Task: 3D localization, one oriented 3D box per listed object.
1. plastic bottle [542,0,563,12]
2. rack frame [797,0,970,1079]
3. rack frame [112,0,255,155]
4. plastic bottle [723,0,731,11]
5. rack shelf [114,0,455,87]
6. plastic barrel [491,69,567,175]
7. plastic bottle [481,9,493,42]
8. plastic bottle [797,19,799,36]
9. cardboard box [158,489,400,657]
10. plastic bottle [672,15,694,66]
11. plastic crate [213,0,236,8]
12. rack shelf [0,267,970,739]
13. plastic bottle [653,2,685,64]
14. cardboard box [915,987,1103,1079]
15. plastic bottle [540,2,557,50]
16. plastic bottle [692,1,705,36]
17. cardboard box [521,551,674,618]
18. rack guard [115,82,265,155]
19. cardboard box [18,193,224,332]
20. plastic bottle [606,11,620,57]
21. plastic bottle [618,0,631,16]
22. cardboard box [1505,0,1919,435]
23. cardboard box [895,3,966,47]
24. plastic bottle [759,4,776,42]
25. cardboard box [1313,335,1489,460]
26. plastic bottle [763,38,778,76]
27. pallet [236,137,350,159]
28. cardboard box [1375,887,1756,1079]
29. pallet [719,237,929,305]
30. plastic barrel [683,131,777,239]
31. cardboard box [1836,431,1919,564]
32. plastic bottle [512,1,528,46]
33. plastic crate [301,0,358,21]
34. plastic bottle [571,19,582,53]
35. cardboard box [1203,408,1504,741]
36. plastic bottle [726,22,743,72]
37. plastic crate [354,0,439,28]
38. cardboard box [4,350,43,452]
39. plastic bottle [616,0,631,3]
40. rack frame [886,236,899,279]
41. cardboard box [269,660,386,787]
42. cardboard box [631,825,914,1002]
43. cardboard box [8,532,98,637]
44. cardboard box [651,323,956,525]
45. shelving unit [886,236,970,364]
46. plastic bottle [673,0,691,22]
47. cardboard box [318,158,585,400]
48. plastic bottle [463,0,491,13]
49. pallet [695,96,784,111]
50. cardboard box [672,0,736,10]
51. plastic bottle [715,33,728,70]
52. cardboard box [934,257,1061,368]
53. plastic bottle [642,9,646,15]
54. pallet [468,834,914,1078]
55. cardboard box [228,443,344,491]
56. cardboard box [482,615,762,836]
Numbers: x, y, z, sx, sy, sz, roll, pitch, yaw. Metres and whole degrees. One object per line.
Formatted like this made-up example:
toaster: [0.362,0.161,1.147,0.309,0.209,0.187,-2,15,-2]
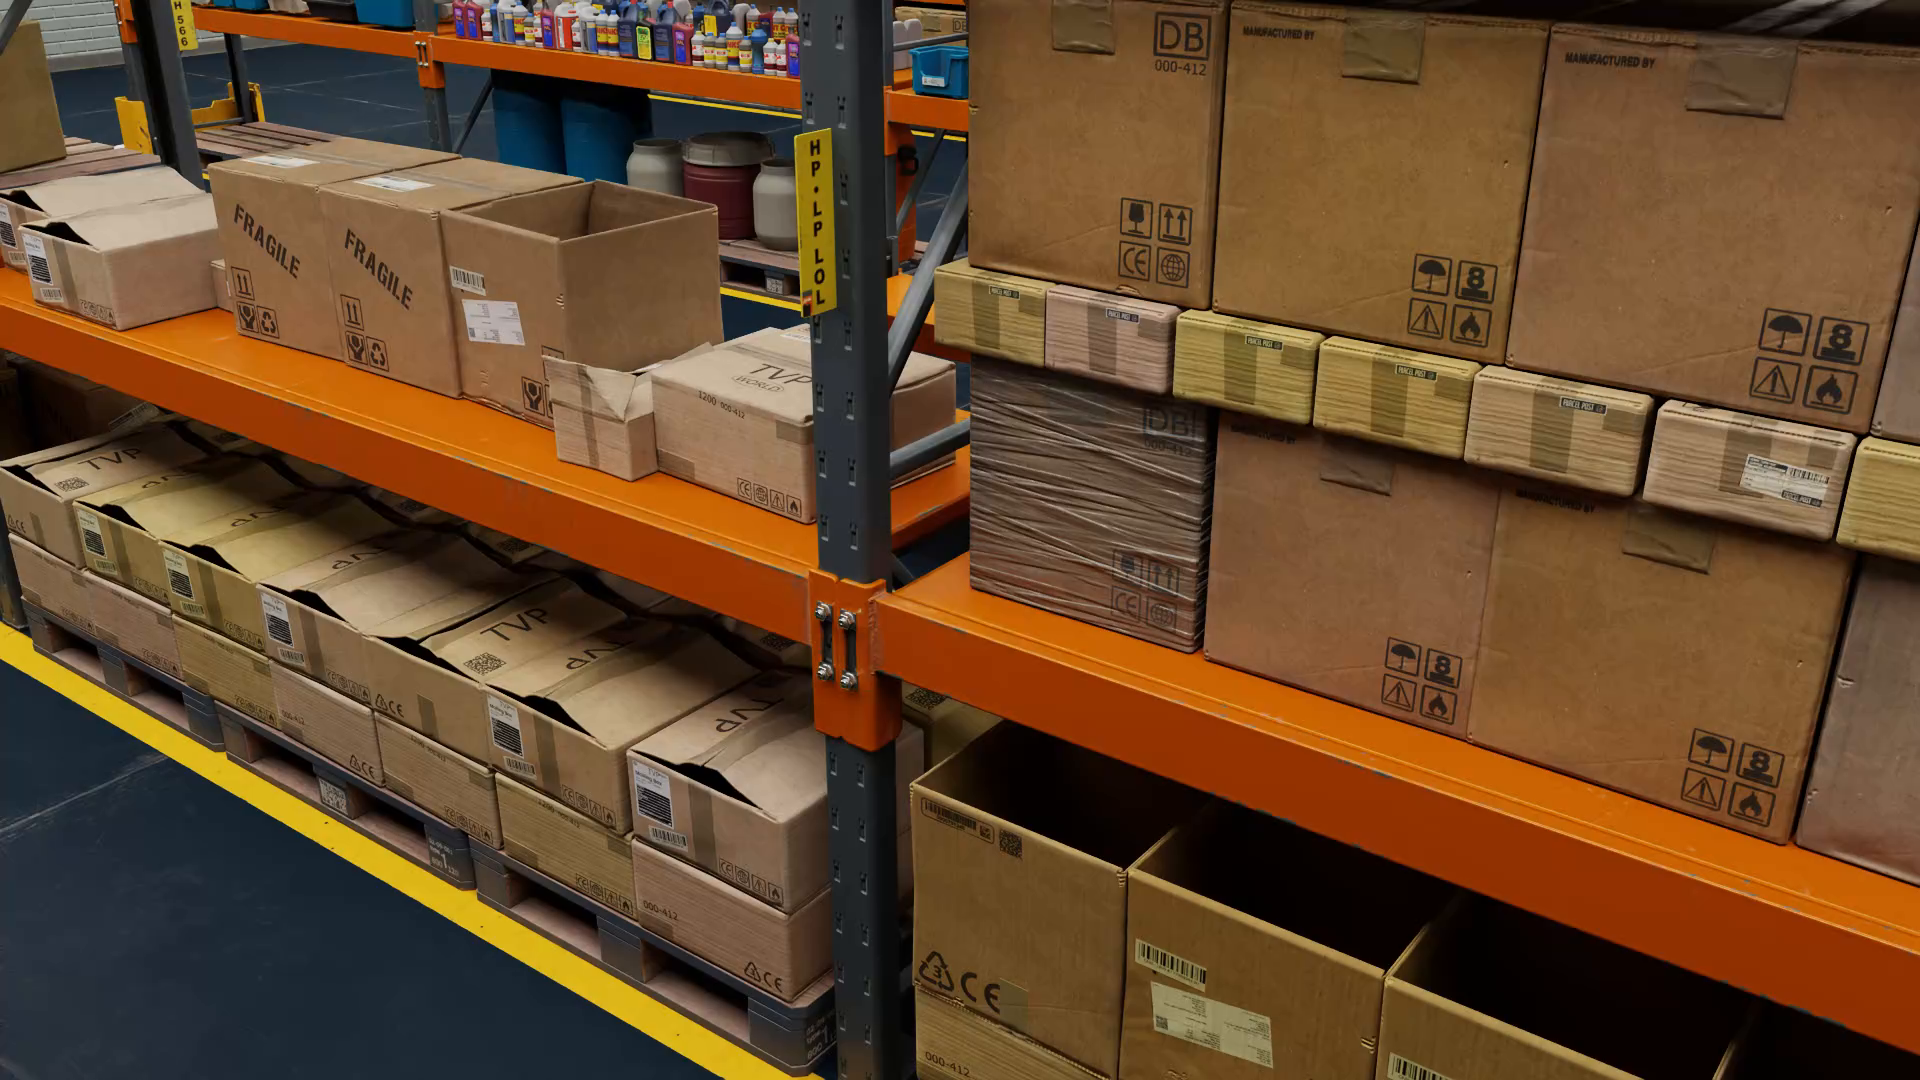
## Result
plastic bottle: [-2.856,-3.733,11.656,0.135,0.276,0.152,17,29,33]
rack frame: [0.063,-0.249,3.594,0.127,3.000,1.000,17,29,33]
rack frame: [-6.566,-4.748,13.806,0.127,3.000,1.000,17,29,33]
plastic bottle: [-1.552,-3.375,10.751,0.185,0.351,0.144,17,29,33]
rack shelf: [-4.965,-3.935,12.853,4.000,0.370,1.077,17,29,33]
plastic barrel: [-2.940,-2.875,11.638,0.708,0.901,0.600,17,29,33]
plastic bottle: [-3.118,-3.409,11.013,0.097,0.201,0.097,0,24,0]
plastic bottle: [-0.951,-3.184,10.400,0.133,0.283,0.061,17,29,33]
cardboard box: [-2.063,0.063,5.080,0.500,0.311,0.500,16,28,32]
plastic bottle: [-1.658,-2.996,9.975,0.133,0.283,0.061,17,29,33]
plastic crate: [-5.512,-4.214,12.728,0.300,0.233,0.416,17,29,33]
rack shelf: [-1.538,-0.403,4.837,4.000,0.370,1.077,17,29,33]
plastic bottle: [-1.761,-3.079,10.080,0.185,0.351,0.144,17,29,33]
cardboard box: [0.252,1.027,3.588,0.500,0.250,0.500,17,29,33]
plastic bottle: [-2.617,-3.286,10.633,0.133,0.283,0.061,17,29,33]
plastic bottle: [-1.687,-3.361,10.817,0.097,0.271,0.097,0,24,0]
cardboard box: [-0.931,0.133,4.922,0.500,0.311,0.500,16,28,32]
rack guard: [-6.593,-3.606,14.313,0.348,0.500,1.175,17,29,33]
cardboard box: [-2.539,-0.897,5.175,0.500,0.311,0.500,16,29,33]
plastic bottle: [-2.142,-3.146,10.331,0.097,0.271,0.097,0,24,0]
plastic bottle: [-2.220,-3.476,11.078,0.097,0.271,0.097,0,24,0]
cardboard box: [1.227,-0.540,2.522,0.500,0.500,0.700,17,29,33]
cardboard box: [0.130,-4.450,15.244,0.875,0.875,1.225,17,29,33]
plastic bottle: [-1.214,-3.263,10.580,0.133,0.283,0.061,17,29,33]
cardboard box: [0.781,-0.278,2.733,0.250,0.149,0.380,17,29,33]
plastic bottle: [-1.088,-2.796,9.621,0.097,0.201,0.097,0,24,0]
pallet: [-4.957,-2.965,13.217,1.213,0.211,1.003,17,29,33]
cardboard box: [1.046,0.929,2.880,0.500,0.500,0.500,17,29,33]
pallet: [-0.820,-1.714,10.379,1.213,0.211,1.003,17,29,33]
plastic barrel: [-1.470,-2.288,10.692,0.708,0.588,0.600,17,29,33]
cardboard box: [1.403,-0.090,2.307,0.250,0.149,0.380,17,29,33]
plastic bottle: [-2.854,-3.361,10.819,0.097,0.271,0.097,0,24,0]
plastic crate: [-4.422,-3.866,12.071,0.590,0.125,0.437,17,29,33]
plastic bottle: [-2.406,-3.194,10.525,0.097,0.201,0.097,0,24,0]
cardboard box: [0.847,-0.064,3.051,0.500,0.500,0.700,16,29,33]
plastic bottle: [-1.321,-2.898,9.767,0.097,0.271,0.097,0,24,0]
plastic crate: [-3.943,-3.804,11.608,0.575,0.384,0.392,17,29,33]
cardboard box: [-3.753,-0.601,6.947,0.500,0.500,0.500,16,28,31]
plastic bottle: [-2.285,-3.597,11.254,0.185,0.351,0.144,17,29,33]
rack frame: [-0.412,-0.639,6.806,0.032,1.125,0.500,17,29,33]
cardboard box: [-1.663,0.441,4.919,0.500,0.250,0.500,18,29,34]
cardboard box: [-0.443,0.811,4.079,0.500,0.250,0.500,16,29,33]
cardboard box: [-2.895,0.071,5.757,0.500,0.250,0.500,17,29,33]
cardboard box: [-0.357,-0.285,3.863,0.500,0.250,0.500,19,30,36]
shelving unit: [-0.005,-0.516,6.527,1.048,1.125,0.538,17,29,33]
plastic bottle: [-1.867,-3.434,10.977,0.135,0.276,0.152,17,29,33]
cardboard box: [-1.364,-0.734,4.572,0.500,0.500,0.500,17,29,33]
plastic bottle: [-3.245,-3.559,11.167,0.185,0.351,0.144,17,29,33]
pallet: [-1.937,-4.606,16.943,1.213,0.211,1.003,17,29,33]
cardboard box: [-2.307,-5.217,16.984,0.875,0.875,0.875,17,29,33]
plastic bottle: [-1.399,-2.890,9.835,0.097,0.201,0.097,0,24,0]
cardboard box: [0.162,-0.464,3.154,0.250,0.149,0.380,17,29,33]
plastic bottle: [-1.978,-3.169,10.383,0.097,0.271,0.097,0,24,0]
pallet: [-0.550,0.862,4.532,1.213,0.211,1.003,17,29,33]
cardboard box: [-2.151,-0.236,5.759,0.500,0.311,0.500,16,29,33]
cardboard box: [-0.853,0.431,4.244,0.500,0.311,0.500,18,29,35]
